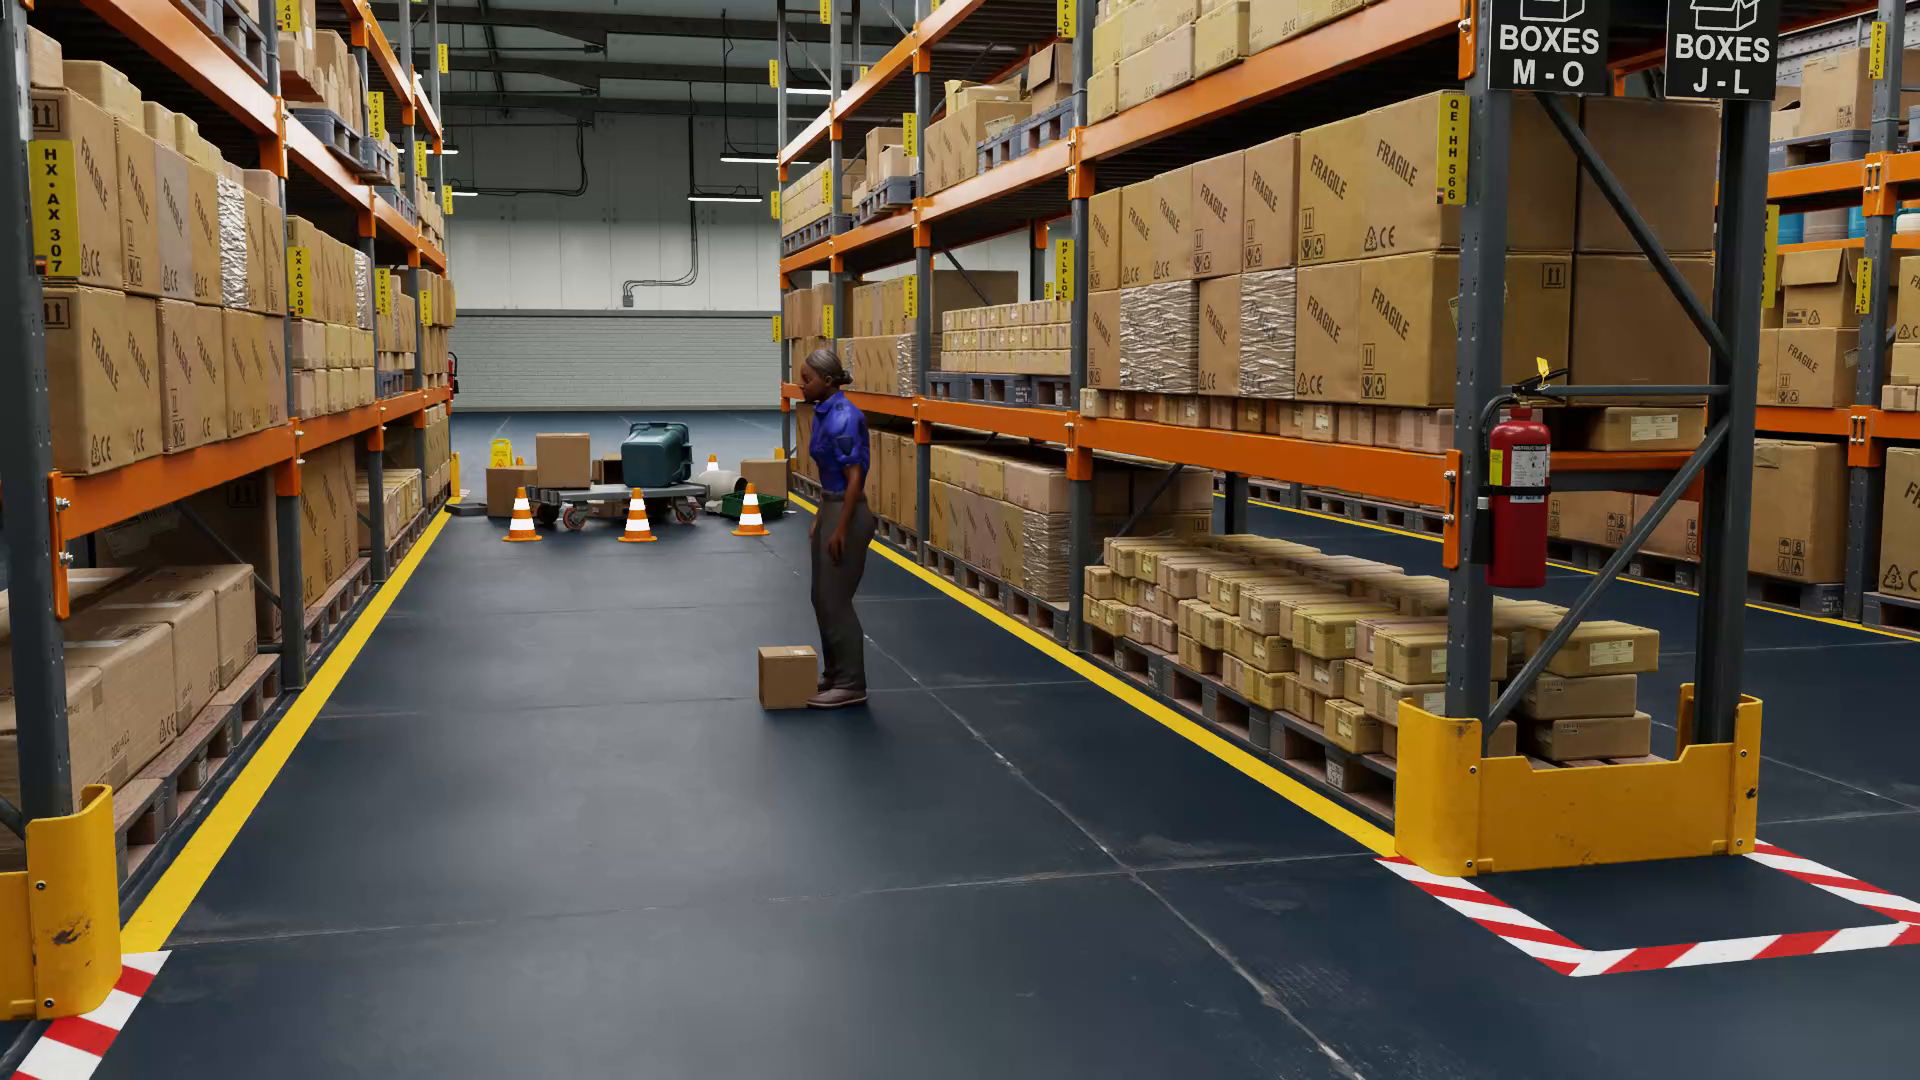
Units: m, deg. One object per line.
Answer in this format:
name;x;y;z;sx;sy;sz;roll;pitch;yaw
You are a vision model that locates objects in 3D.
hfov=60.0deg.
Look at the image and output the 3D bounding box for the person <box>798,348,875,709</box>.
person;-0.584;-0.062;7.773;0.346;1.656;0.529;-2;6;-16
